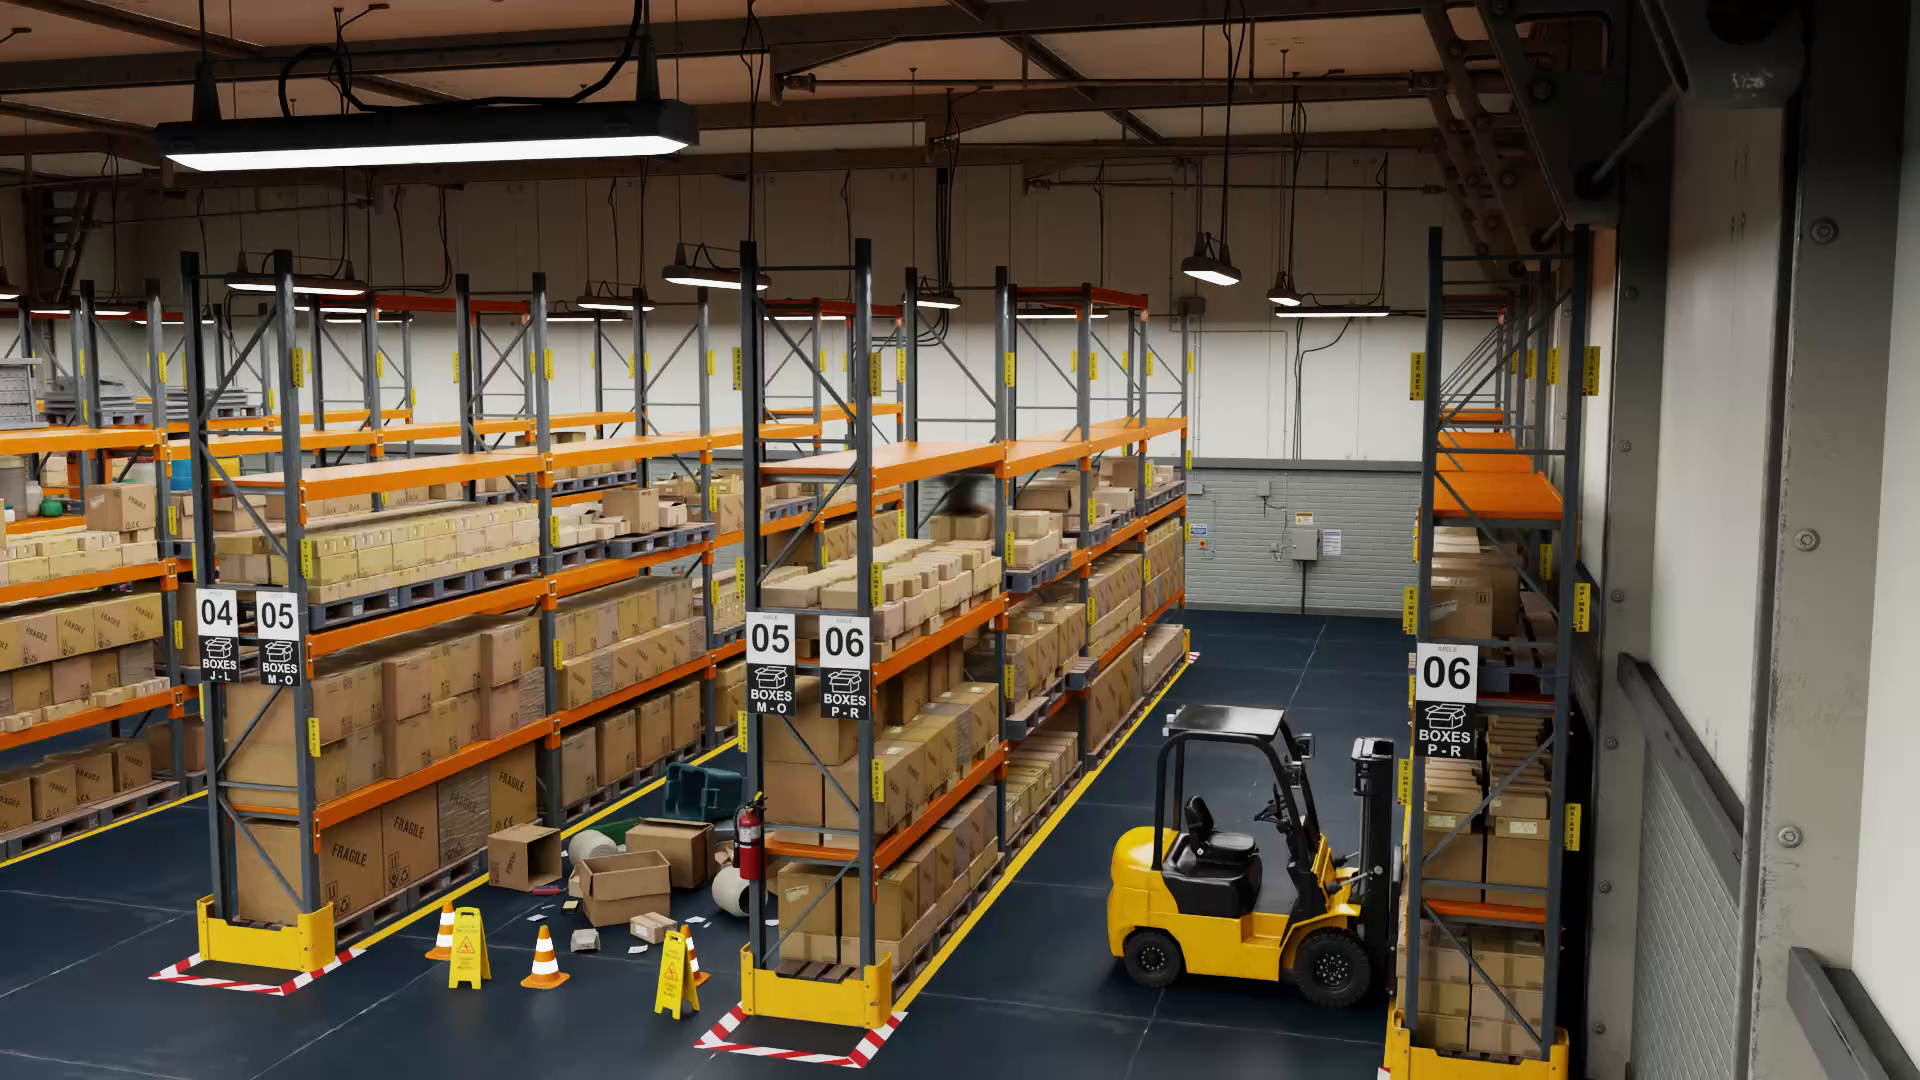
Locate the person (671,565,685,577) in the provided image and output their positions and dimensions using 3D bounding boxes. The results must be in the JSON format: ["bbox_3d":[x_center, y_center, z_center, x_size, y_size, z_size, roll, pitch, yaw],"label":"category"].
[{"bbox_3d":[-4.703,1.222,27.942,0.539,1.638,0.956,1,7,11],"label":"person"}]
